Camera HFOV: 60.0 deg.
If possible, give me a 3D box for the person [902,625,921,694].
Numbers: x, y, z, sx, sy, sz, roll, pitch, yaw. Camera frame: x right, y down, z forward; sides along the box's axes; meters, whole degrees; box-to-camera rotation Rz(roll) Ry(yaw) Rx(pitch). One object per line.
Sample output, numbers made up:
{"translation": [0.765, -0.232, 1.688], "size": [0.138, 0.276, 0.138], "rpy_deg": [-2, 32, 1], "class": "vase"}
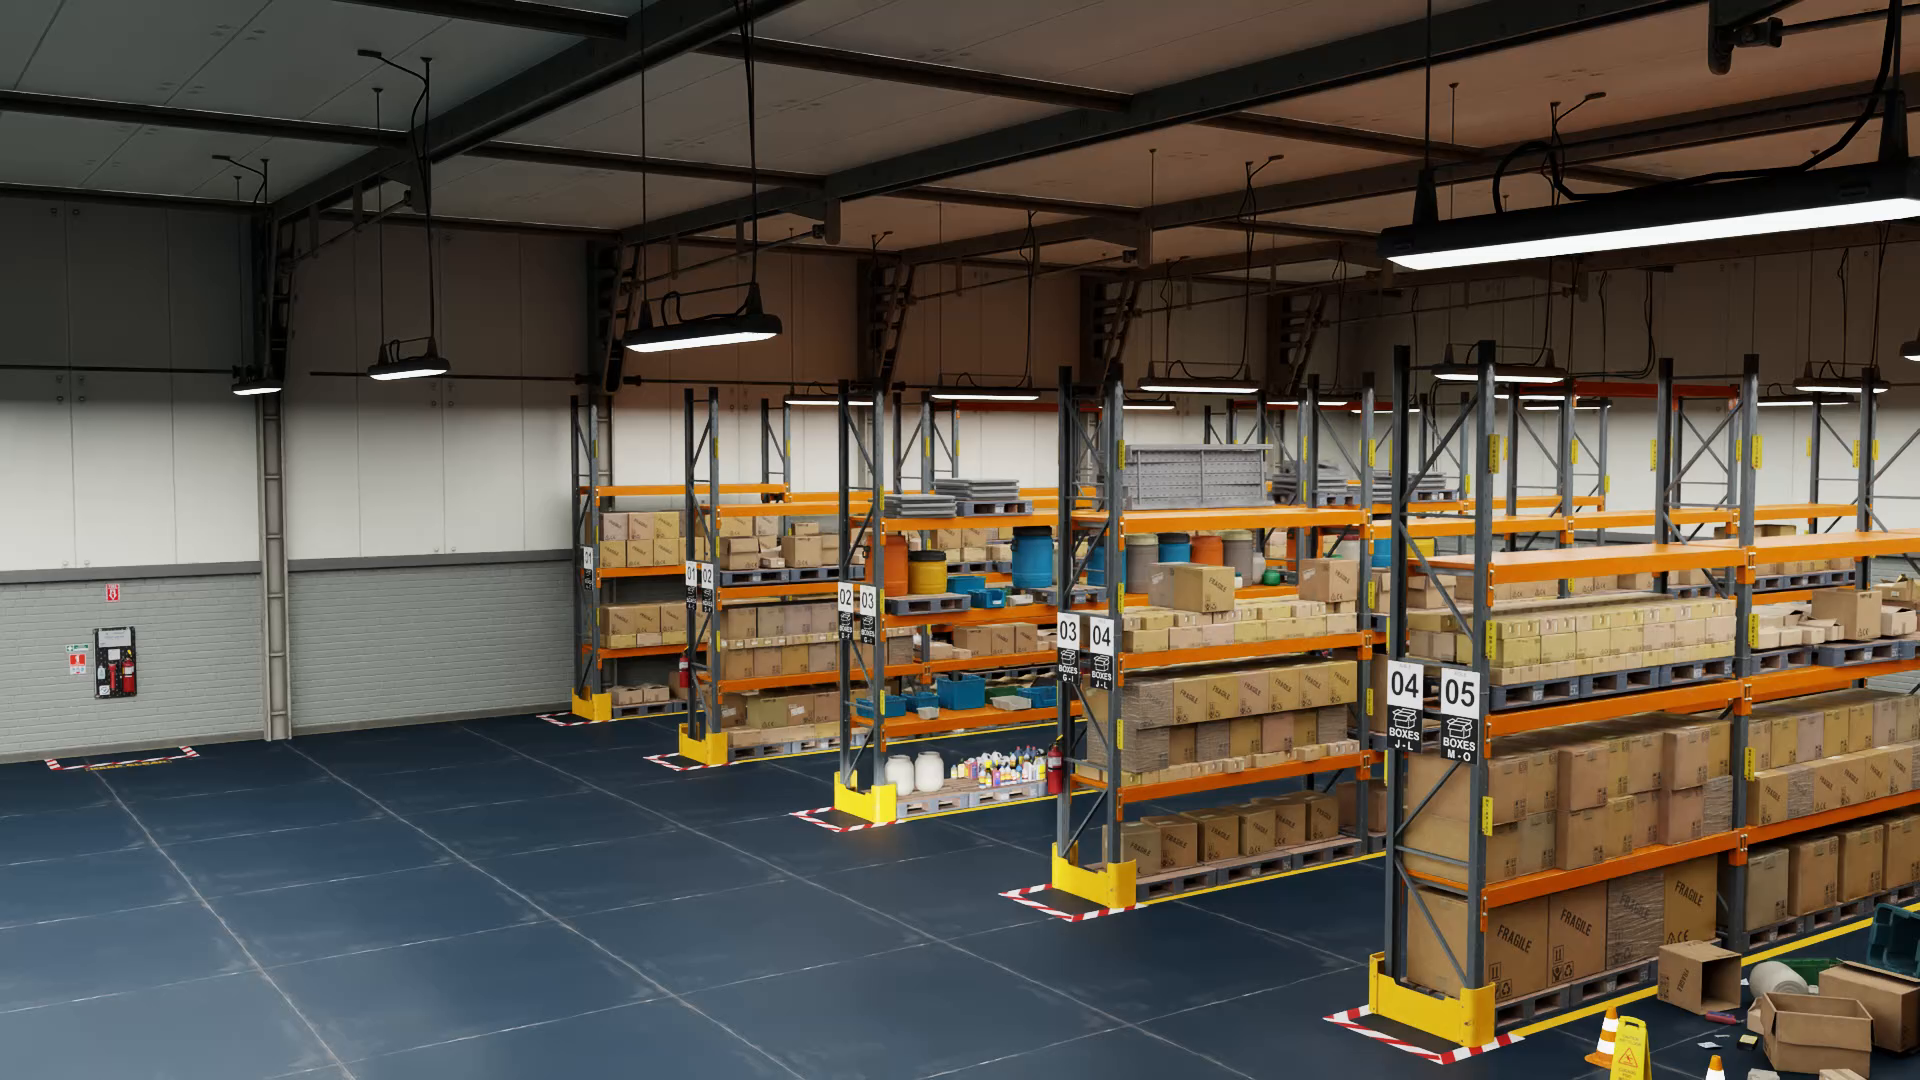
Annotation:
{"translation": [-0.981, 2.380, 32.265], "size": [0.869, 1.651, 0.476], "rpy_deg": [-2, 4, -31], "class": "person"}
